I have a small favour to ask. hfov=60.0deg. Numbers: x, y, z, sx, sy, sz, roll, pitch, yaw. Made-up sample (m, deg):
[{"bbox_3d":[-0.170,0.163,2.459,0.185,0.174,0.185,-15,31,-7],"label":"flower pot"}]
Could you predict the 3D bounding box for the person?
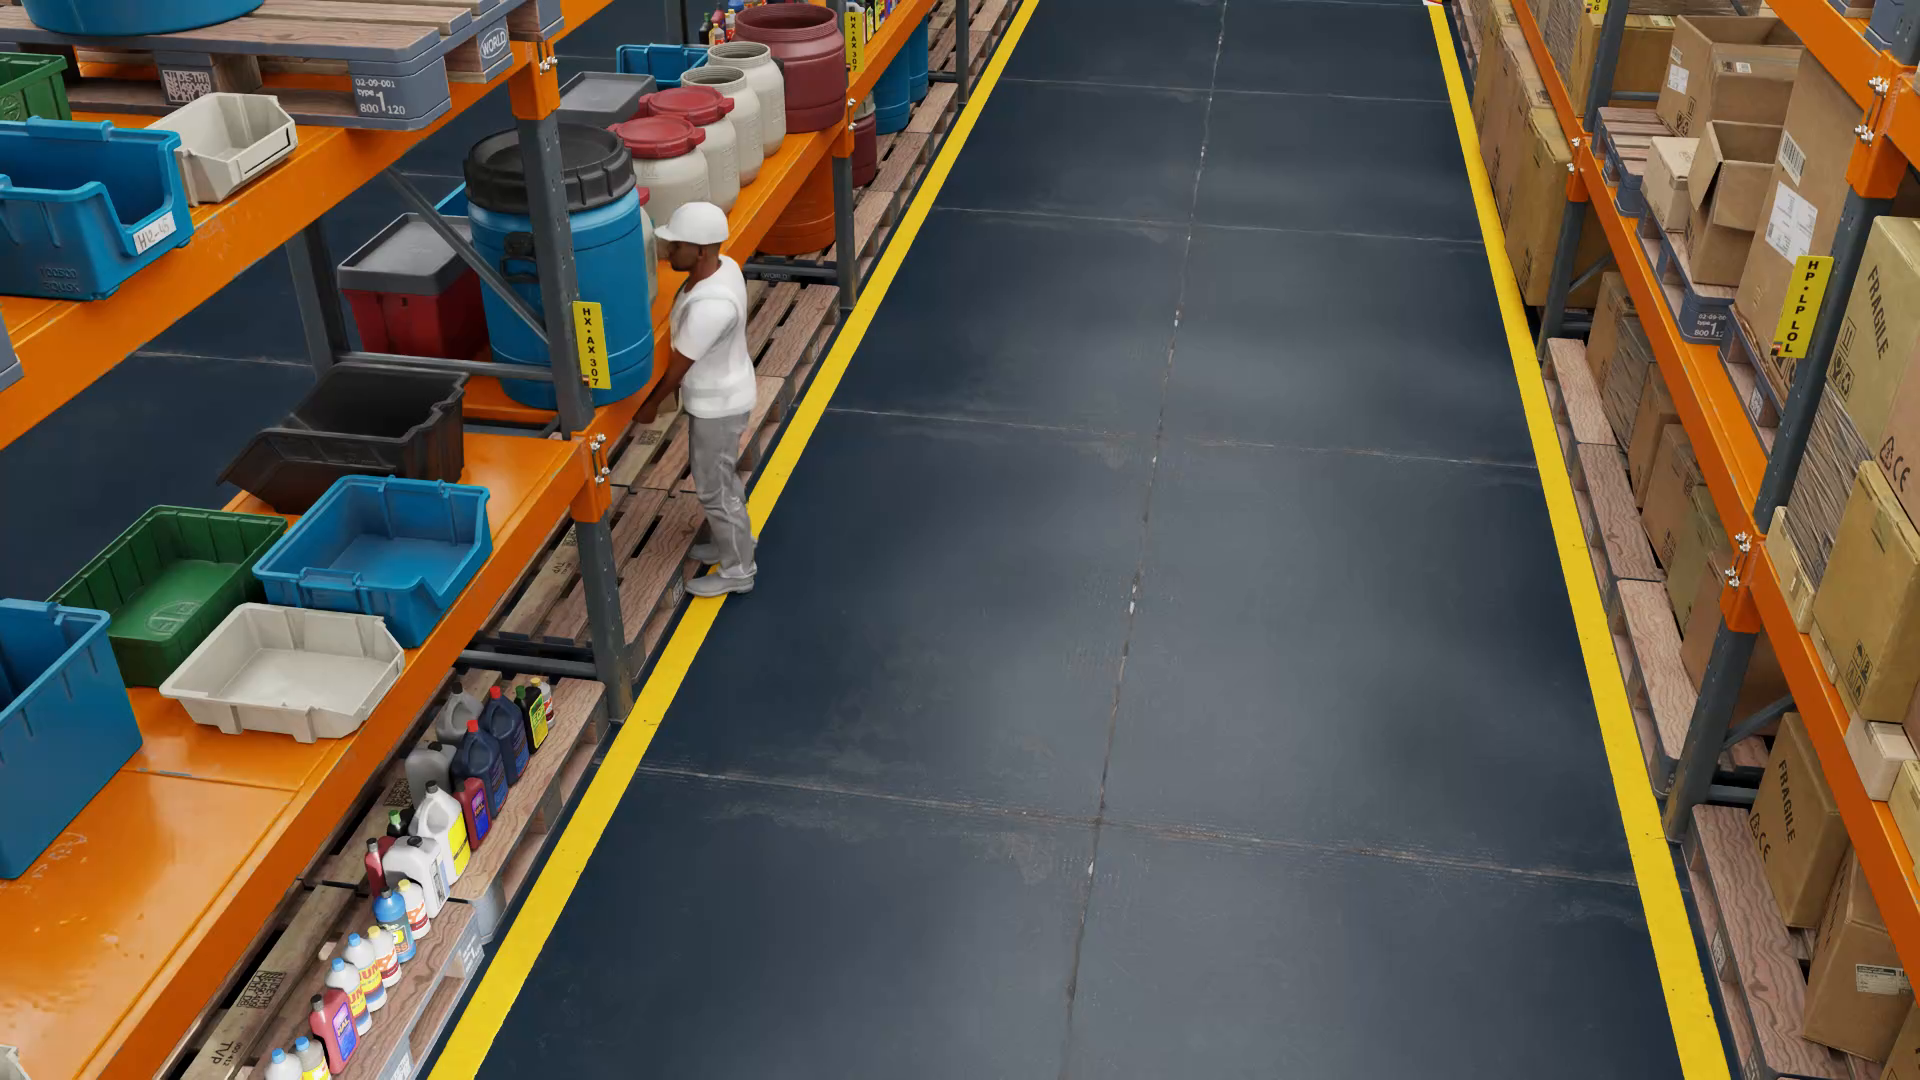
[{"bbox_3d":[-1.143,-0.581,7.038,0.572,1.763,0.505,-4,32,-6],"label":"person"}]
